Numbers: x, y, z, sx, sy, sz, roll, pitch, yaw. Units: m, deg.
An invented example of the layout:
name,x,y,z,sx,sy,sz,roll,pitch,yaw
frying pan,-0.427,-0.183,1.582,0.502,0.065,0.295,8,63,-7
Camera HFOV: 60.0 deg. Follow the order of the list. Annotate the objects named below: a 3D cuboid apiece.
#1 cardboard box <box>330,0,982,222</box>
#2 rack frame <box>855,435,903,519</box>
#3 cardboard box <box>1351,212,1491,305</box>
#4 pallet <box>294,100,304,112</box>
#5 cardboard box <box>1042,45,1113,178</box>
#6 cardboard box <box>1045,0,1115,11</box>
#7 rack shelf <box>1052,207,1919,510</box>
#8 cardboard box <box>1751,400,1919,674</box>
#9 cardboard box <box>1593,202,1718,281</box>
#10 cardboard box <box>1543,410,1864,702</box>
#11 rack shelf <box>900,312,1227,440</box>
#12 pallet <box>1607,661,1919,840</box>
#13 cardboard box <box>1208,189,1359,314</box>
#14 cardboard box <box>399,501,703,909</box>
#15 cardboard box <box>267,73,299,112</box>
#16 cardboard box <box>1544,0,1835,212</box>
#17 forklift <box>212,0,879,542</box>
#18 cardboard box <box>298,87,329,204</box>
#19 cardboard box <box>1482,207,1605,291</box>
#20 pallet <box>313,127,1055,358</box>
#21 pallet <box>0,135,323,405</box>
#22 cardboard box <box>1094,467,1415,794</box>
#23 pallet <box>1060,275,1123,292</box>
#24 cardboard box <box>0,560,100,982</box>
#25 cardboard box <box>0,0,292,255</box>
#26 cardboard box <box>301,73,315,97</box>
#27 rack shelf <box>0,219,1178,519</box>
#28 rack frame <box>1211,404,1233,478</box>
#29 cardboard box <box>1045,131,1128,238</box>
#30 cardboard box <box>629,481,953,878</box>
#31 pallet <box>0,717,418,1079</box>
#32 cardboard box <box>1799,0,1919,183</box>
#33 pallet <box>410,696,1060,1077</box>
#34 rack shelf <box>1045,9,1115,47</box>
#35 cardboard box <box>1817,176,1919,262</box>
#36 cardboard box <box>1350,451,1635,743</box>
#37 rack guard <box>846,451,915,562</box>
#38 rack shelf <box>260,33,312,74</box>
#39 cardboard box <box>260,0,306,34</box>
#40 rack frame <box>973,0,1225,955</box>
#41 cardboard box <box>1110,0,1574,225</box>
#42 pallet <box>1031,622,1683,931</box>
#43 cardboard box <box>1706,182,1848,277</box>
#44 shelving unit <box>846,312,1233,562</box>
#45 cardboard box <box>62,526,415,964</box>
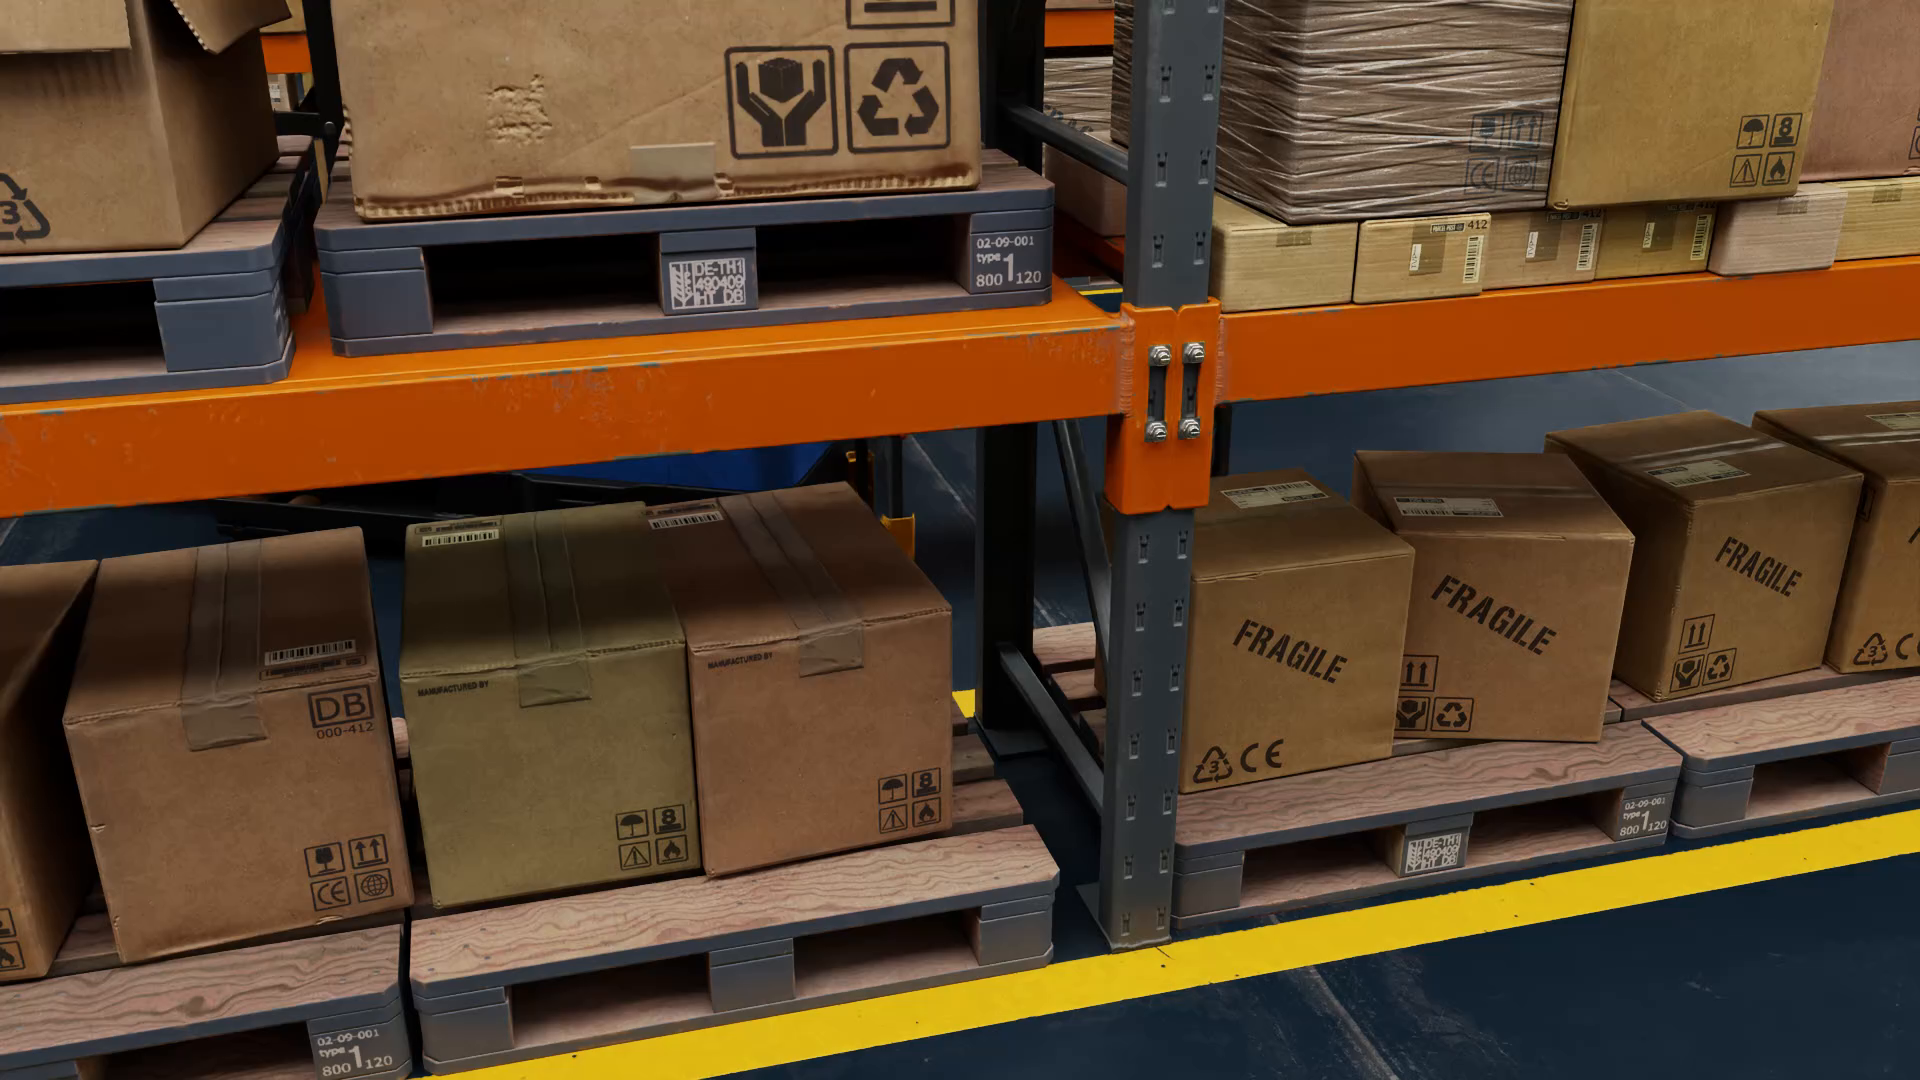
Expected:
name,x,y,z,sx,sy,sz,roll,pitch,yaw
cardboard box,-0.573,-1.184,2.912,1.000,1.000,1.000,-6,24,-14
rack frame,-0.247,-0.630,4.816,0.032,1.500,0.500,-6,24,-15
cardboard box,0.762,-0.562,3.073,0.250,0.149,0.380,-6,24,-14
pallet,-4.373,-3.013,12.004,1.213,0.211,1.003,-6,24,-14
cardboard box,0.478,-1.995,8.257,0.875,0.875,0.875,-6,24,-14
cardboard box,0.414,-2.833,7.859,0.550,0.550,0.875,-6,24,-14
rack shelf,2.155,-0.629,3.825,4.000,0.370,1.077,-6,24,-14
cardboard box,2.301,-0.021,4.132,0.500,0.500,0.500,-4,24,-9
cardboard box,1.234,-0.629,3.230,0.250,0.149,0.380,-6,24,-14
cardboard box,1.752,0.022,4.033,0.500,0.500,0.500,-9,25,-19
rack shelf,0.242,-0.520,5.015,1.000,0.185,0.538,-6,24,-15
pallet,2.044,0.318,4.240,1.213,0.211,1.003,-6,24,-14
cardboard box,0.518,-0.540,3.023,0.250,0.149,0.380,-6,24,-14
cardboard box,-0.832,0.301,3.357,0.500,0.500,0.700,-6,24,-15
cardboard box,-5.044,-3.206,11.719,0.625,0.372,0.950,-7,24,-15
cardboard box,1.171,-0.994,3.258,0.500,0.500,0.875,-6,24,-14
forklift,-1.849,-1.514,5.061,3.031,2.935,1.130,5,24,11
cardboard box,-2.516,-1.598,7.491,0.750,0.750,1.050,-6,24,-14
cardboard box,0.995,-0.599,3.160,0.250,0.149,0.380,-6,24,-14
pallet,-0.546,-0.632,3.163,1.213,0.211,1.003,-6,24,-14
pallet,-1.727,-0.459,2.759,1.213,0.211,1.003,-6,24,-14
cardboard box,0.626,0.182,3.660,0.500,0.500,0.500,-7,24,-16
pallet,0.917,-1.542,8.575,1.213,0.211,1.003,-6,24,-14
cardboard box,-1.907,0.420,3.079,0.500,0.500,0.700,-4,24,-10
cardboard box,-1.414,-0.767,2.571,0.637,0.503,0.797,-4,24,-9
cardboard box,-4.312,-3.285,11.902,0.625,0.372,0.950,-6,24,-13
rack shelf,-1.696,-0.203,2.832,4.000,0.370,1.077,-6,24,-14
rack frame,0.731,-0.740,5.072,0.032,1.500,0.500,-6,24,-15
cardboard box,0.357,-0.766,3.549,0.250,0.149,0.380,-6,24,-14
cardboard box,-0.367,0.257,3.459,0.500,0.500,0.700,-8,25,-18
pallet,-1.696,0.750,3.235,1.213,0.211,1.003,-6,24,-14
cardboard box,1.625,-1.085,3.471,0.500,0.500,0.875,-6,24,-14
pallet,-0.520,0.618,3.541,1.213,0.211,1.003,-6,24,-14
rack shelf,0.913,-2.523,8.238,4.000,0.370,1.077,-6,24,-14
cardboard box,1.715,-0.682,3.355,0.250,0.149,0.380,-6,24,-14
cardboard box,1.175,0.118,3.809,0.500,0.500,0.500,1,23,3
rack guard,-0.245,-0.056,5.063,0.087,0.250,0.587,-6,24,-15
rack shelf,-2.938,-2.097,7.245,4.000,0.370,1.077,-6,24,-14
cardboard box,-2.904,-2.367,6.835,0.500,0.500,0.500,-7,24,-15
rack frame,0.230,-0.747,3.186,0.127,3.000,1.000,-6,24,-14
cardboard box,0.680,-0.954,3.165,0.500,0.500,0.875,-6,24,-14
pallet,0.867,0.450,3.934,1.213,0.211,1.003,-6,24,-14
cardboard box,1.485,-0.640,3.256,0.250,0.149,0.380,-6,24,-14
shelving unit,0.234,-0.684,4.942,1.083,1.500,0.587,-6,24,-15
cardboard box,-1.370,0.360,3.218,0.500,0.500,0.700,-8,25,-19
